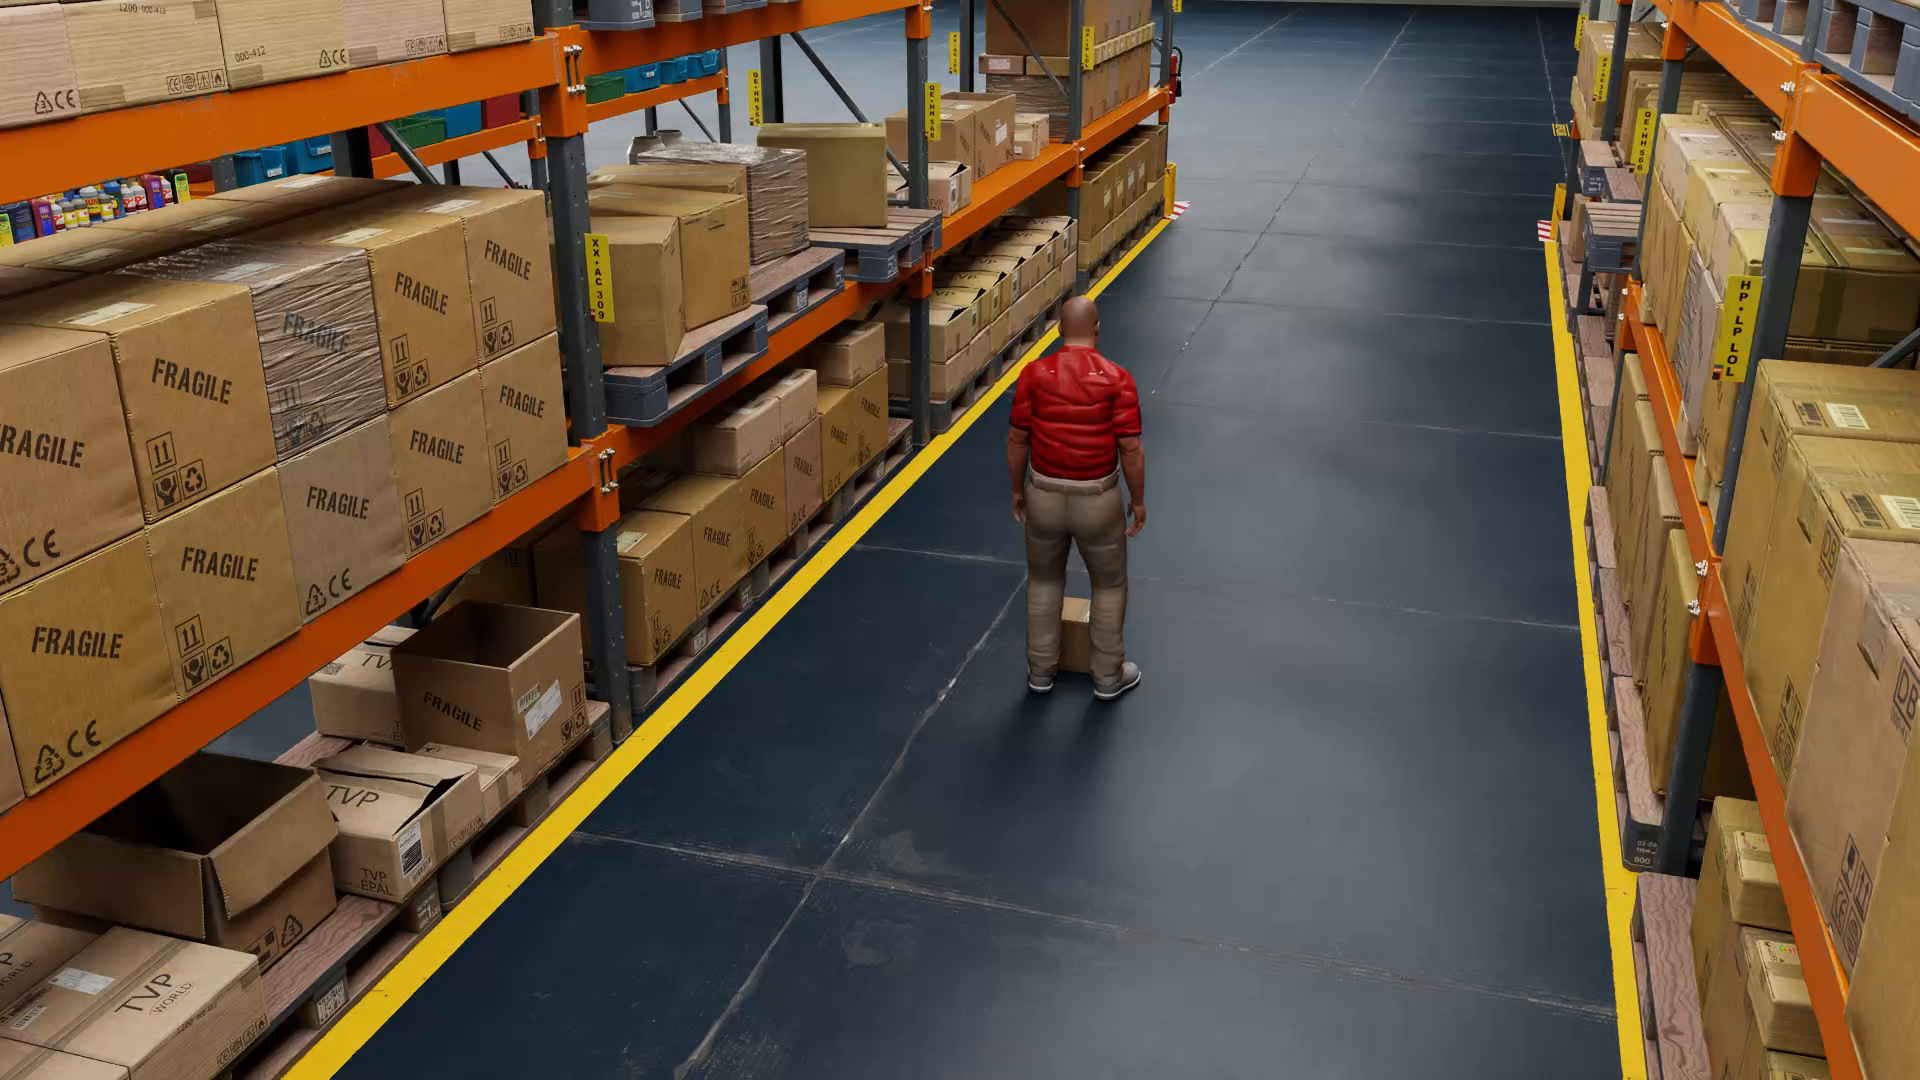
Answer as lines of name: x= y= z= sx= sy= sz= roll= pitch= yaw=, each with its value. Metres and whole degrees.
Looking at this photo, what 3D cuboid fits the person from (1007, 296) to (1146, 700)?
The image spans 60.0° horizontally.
person: x=0.492 y=-0.165 z=7.019 sx=0.587 sy=1.727 sz=0.390 roll=7 pitch=23 yaw=16
